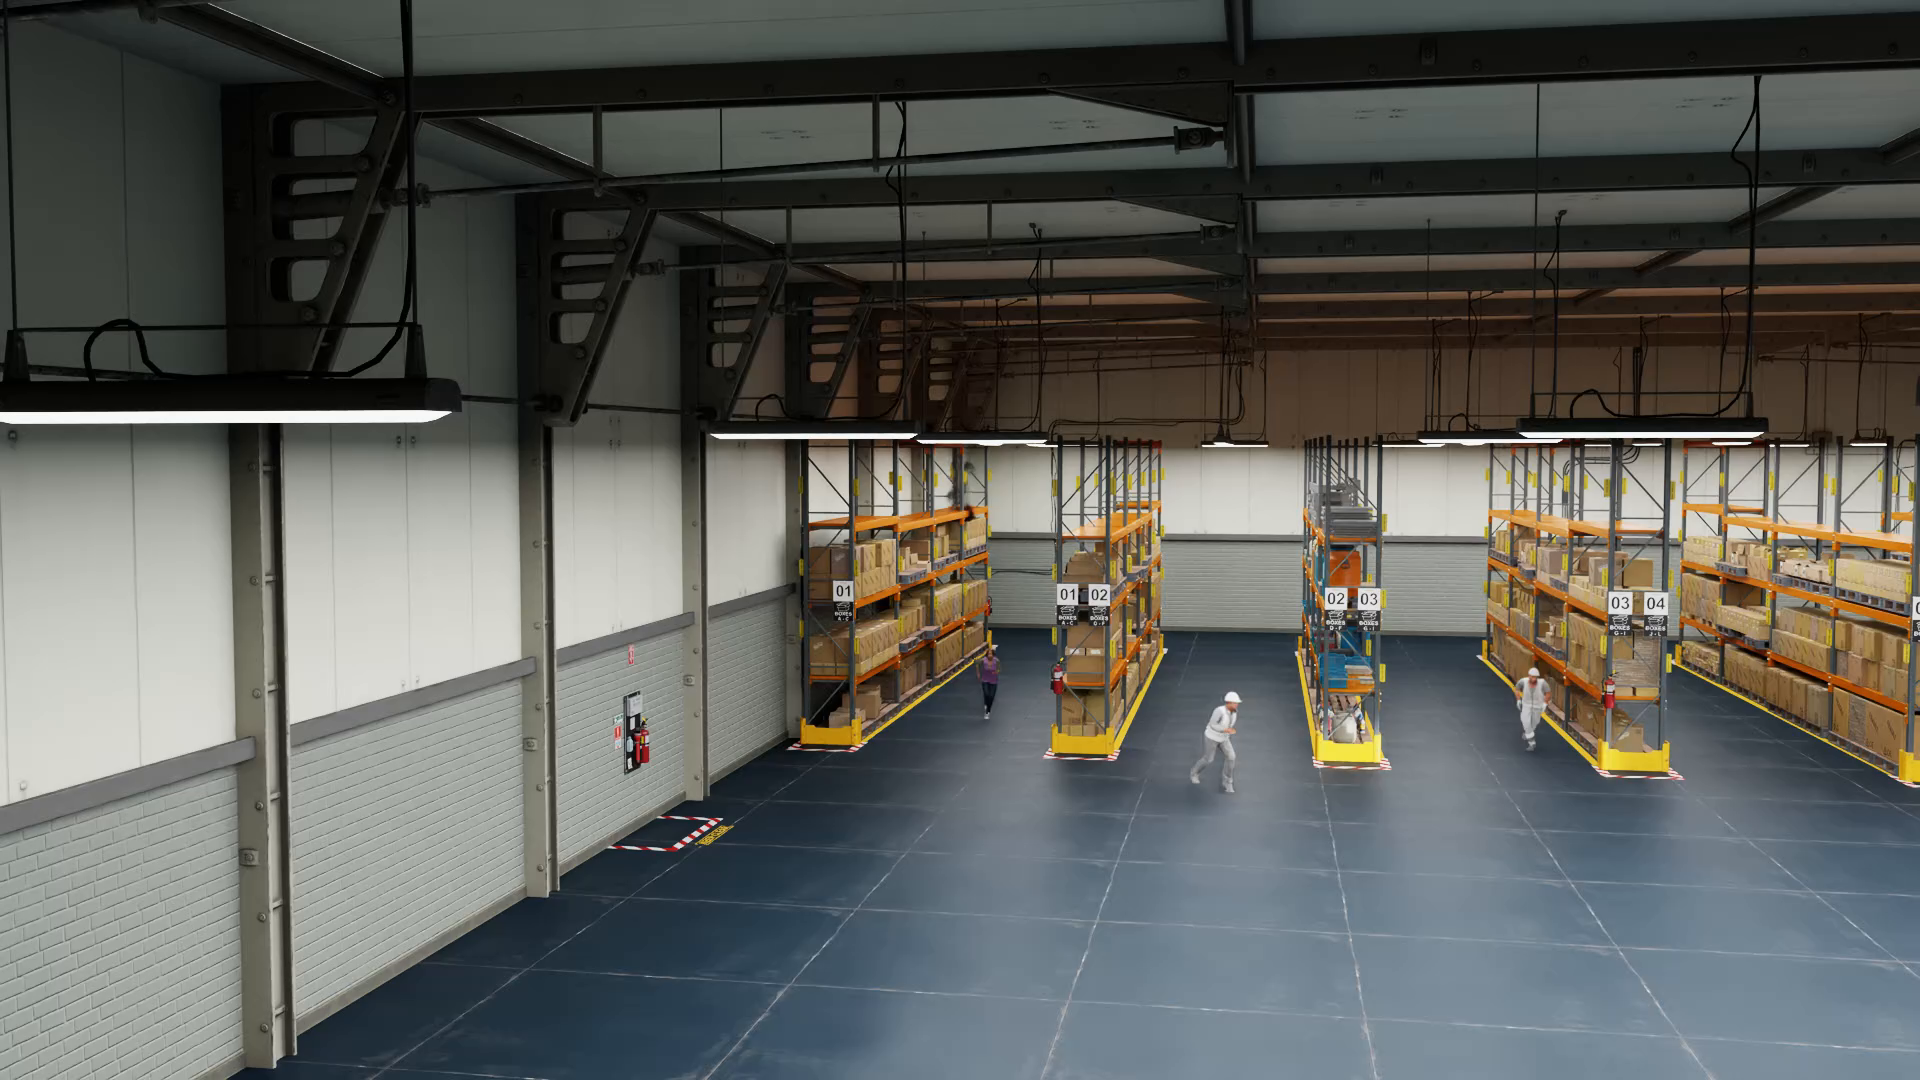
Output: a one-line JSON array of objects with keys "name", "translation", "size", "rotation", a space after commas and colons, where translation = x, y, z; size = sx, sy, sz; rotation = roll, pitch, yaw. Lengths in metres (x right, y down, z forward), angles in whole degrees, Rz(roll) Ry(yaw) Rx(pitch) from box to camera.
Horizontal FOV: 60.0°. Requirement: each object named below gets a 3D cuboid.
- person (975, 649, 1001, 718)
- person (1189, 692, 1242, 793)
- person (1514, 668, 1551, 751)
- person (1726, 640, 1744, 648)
[{"name": "person", "translation": [0.610, 3.047, 35.302], "size": [0.524, 1.524, 0.743], "rotation": [0, 3, -7]}, {"name": "person", "translation": [4.344, 3.389, 28.076], "size": [0.568, 1.732, 1.036], "rotation": [-3, 4, -44]}, {"name": "person", "translation": [10.978, 3.210, 31.900], "size": [0.662, 1.618, 1.091], "rotation": [1, 3, 17]}, {"name": "person", "translation": [21.041, 2.507, 45.303], "size": [0.601, 1.523, 0.780], "rotation": [-2, 4, -29]}]
